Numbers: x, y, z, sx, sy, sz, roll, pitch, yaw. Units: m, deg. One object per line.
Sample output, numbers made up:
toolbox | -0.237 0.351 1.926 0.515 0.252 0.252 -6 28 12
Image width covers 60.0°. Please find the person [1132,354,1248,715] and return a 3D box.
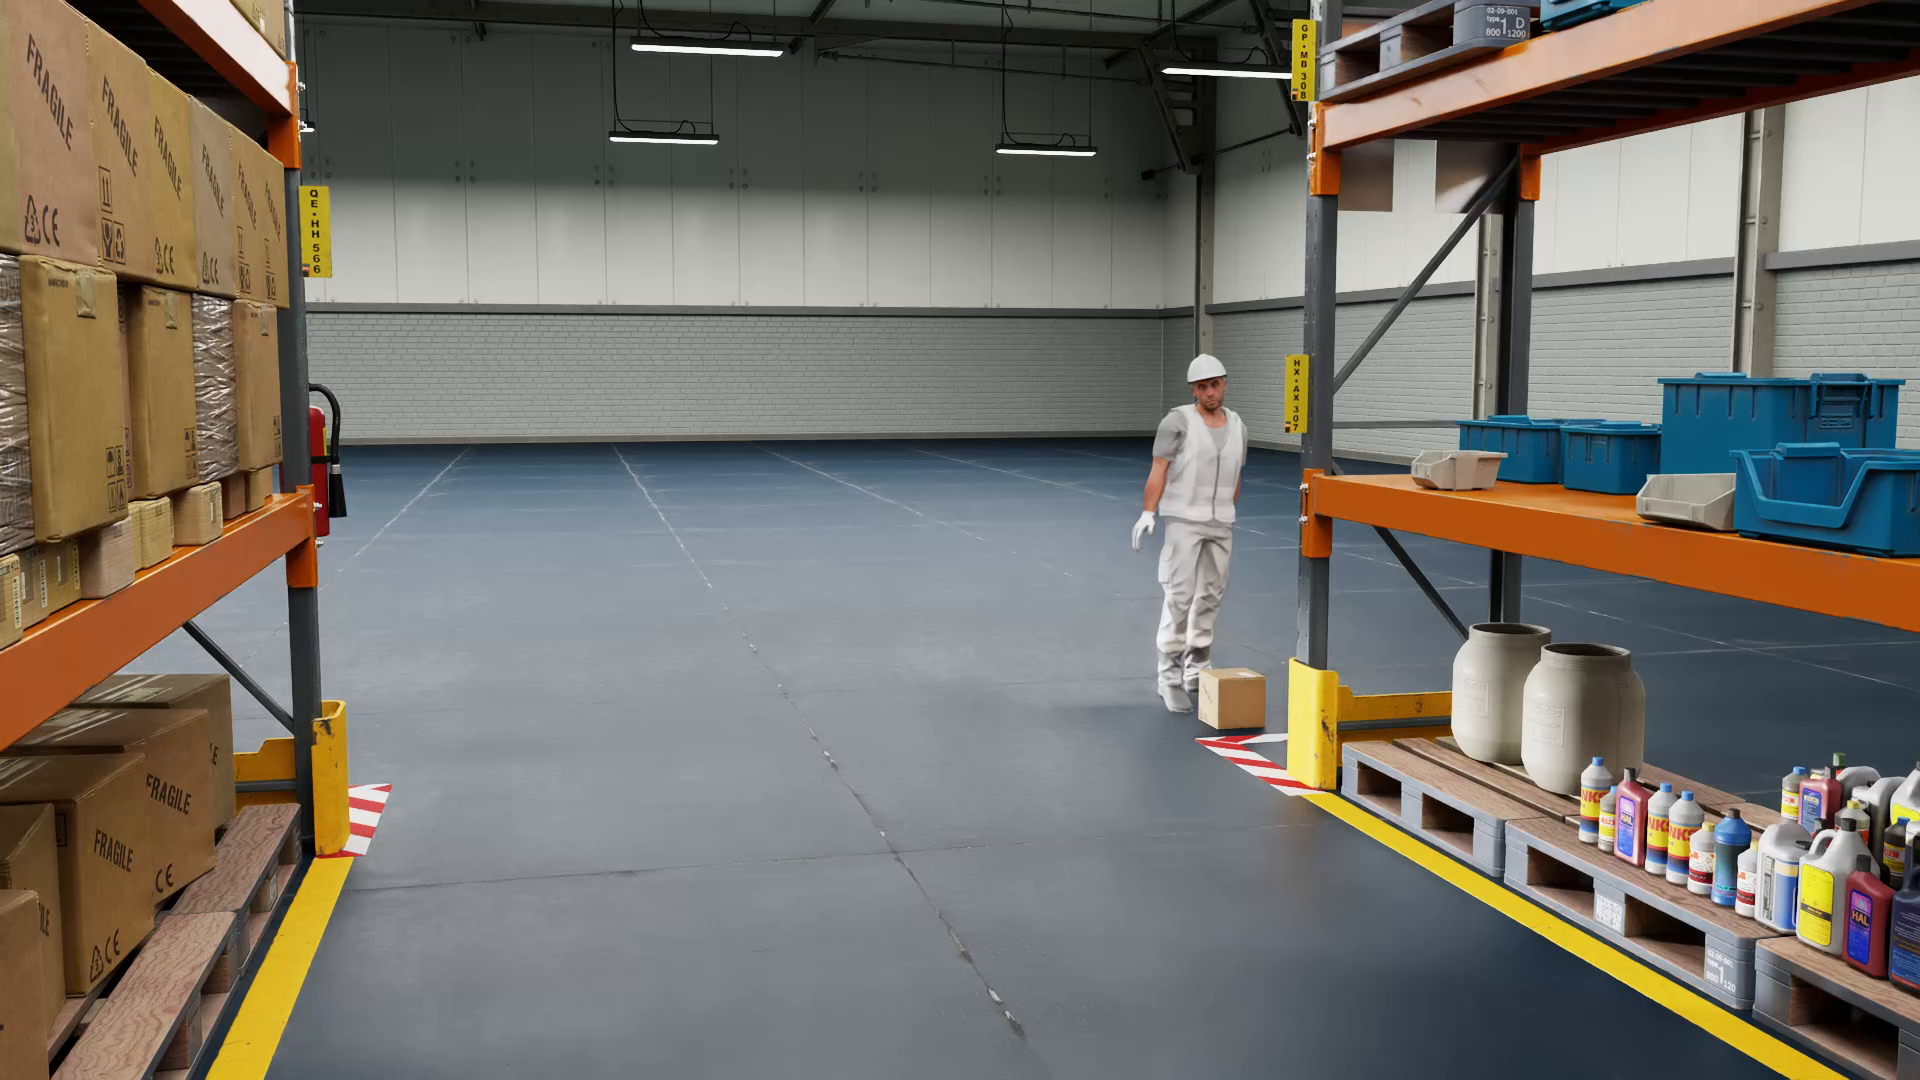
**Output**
person | 1.189 -0.045 8.561 0.703 1.815 0.427 -3 7 -26
